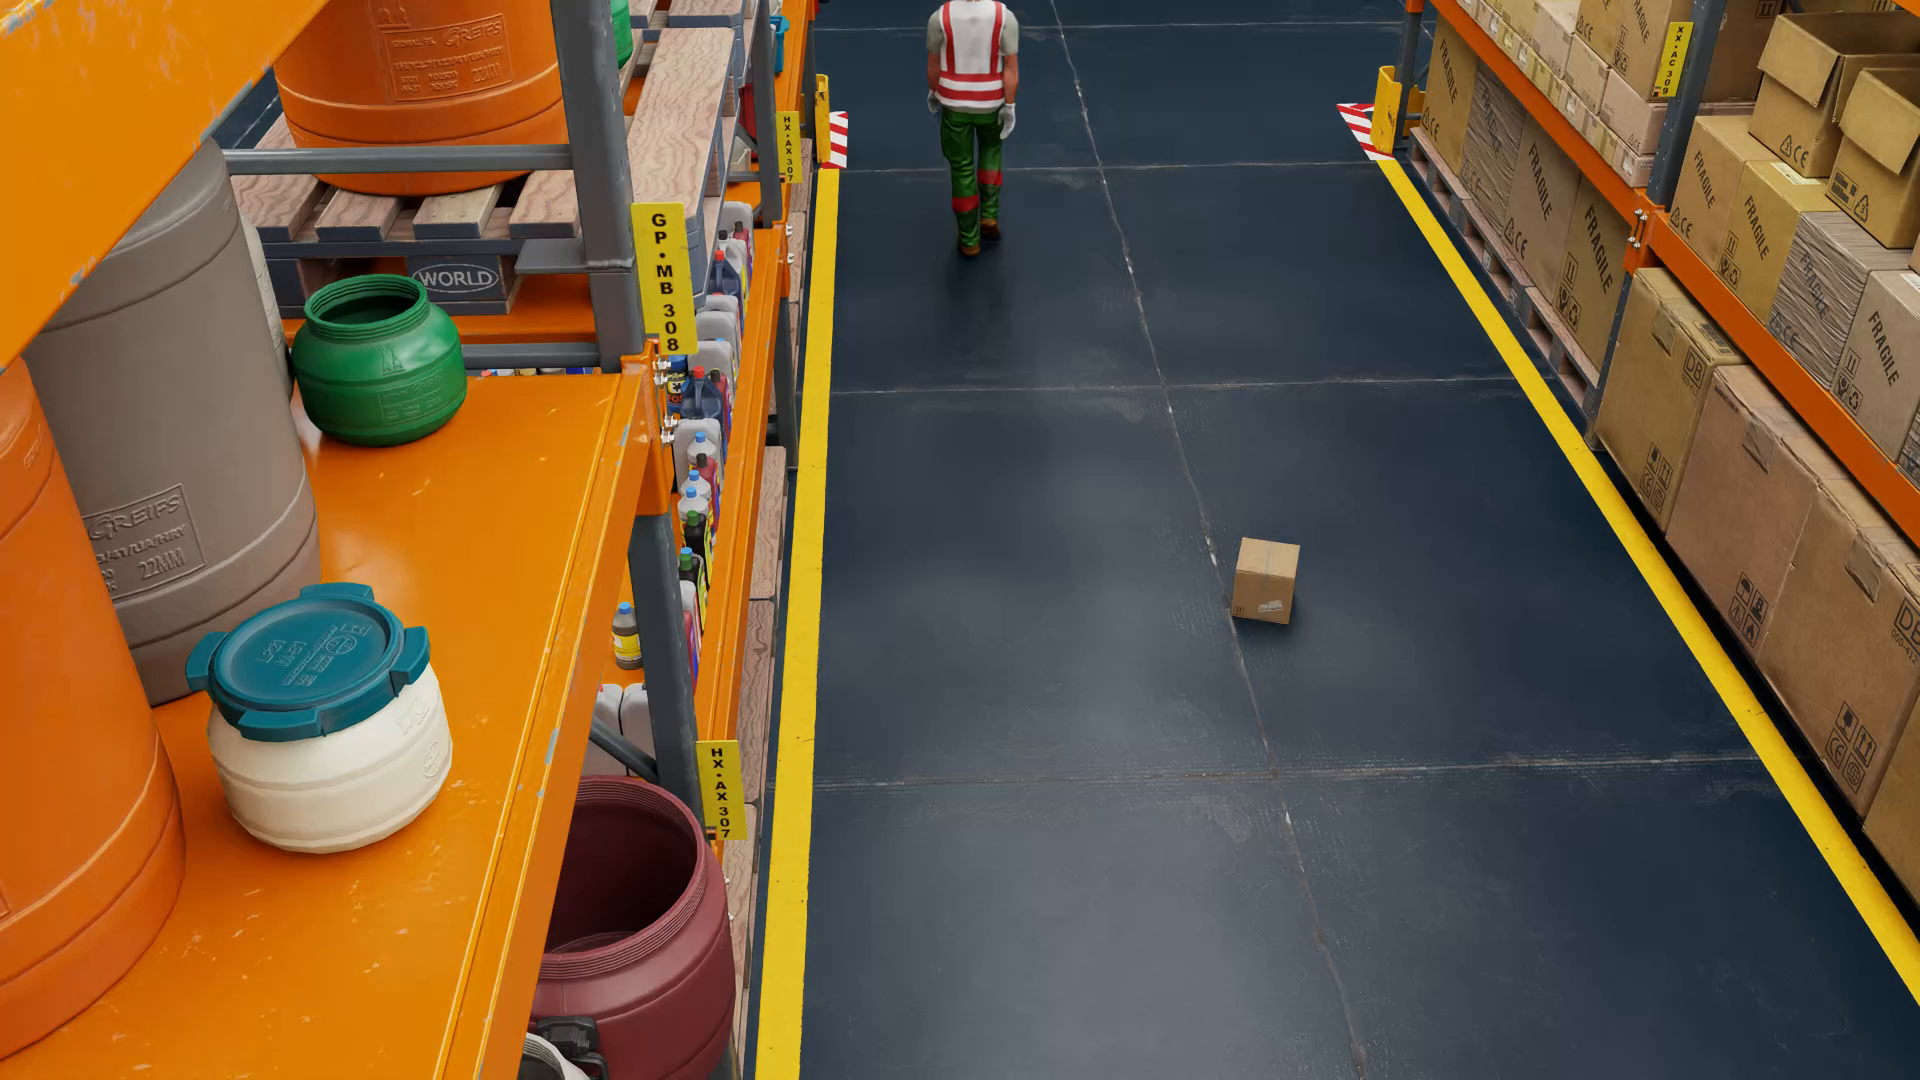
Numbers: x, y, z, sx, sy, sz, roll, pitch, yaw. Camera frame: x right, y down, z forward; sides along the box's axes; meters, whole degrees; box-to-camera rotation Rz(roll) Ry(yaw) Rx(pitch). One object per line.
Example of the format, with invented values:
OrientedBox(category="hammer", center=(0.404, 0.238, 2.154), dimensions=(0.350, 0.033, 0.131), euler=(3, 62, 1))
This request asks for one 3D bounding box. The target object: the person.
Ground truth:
OrientedBox(category="person", center=(0.065, -2.566, 9.805), dimensions=(0.523, 1.830, 0.513), euler=(-3, 35, -4))
